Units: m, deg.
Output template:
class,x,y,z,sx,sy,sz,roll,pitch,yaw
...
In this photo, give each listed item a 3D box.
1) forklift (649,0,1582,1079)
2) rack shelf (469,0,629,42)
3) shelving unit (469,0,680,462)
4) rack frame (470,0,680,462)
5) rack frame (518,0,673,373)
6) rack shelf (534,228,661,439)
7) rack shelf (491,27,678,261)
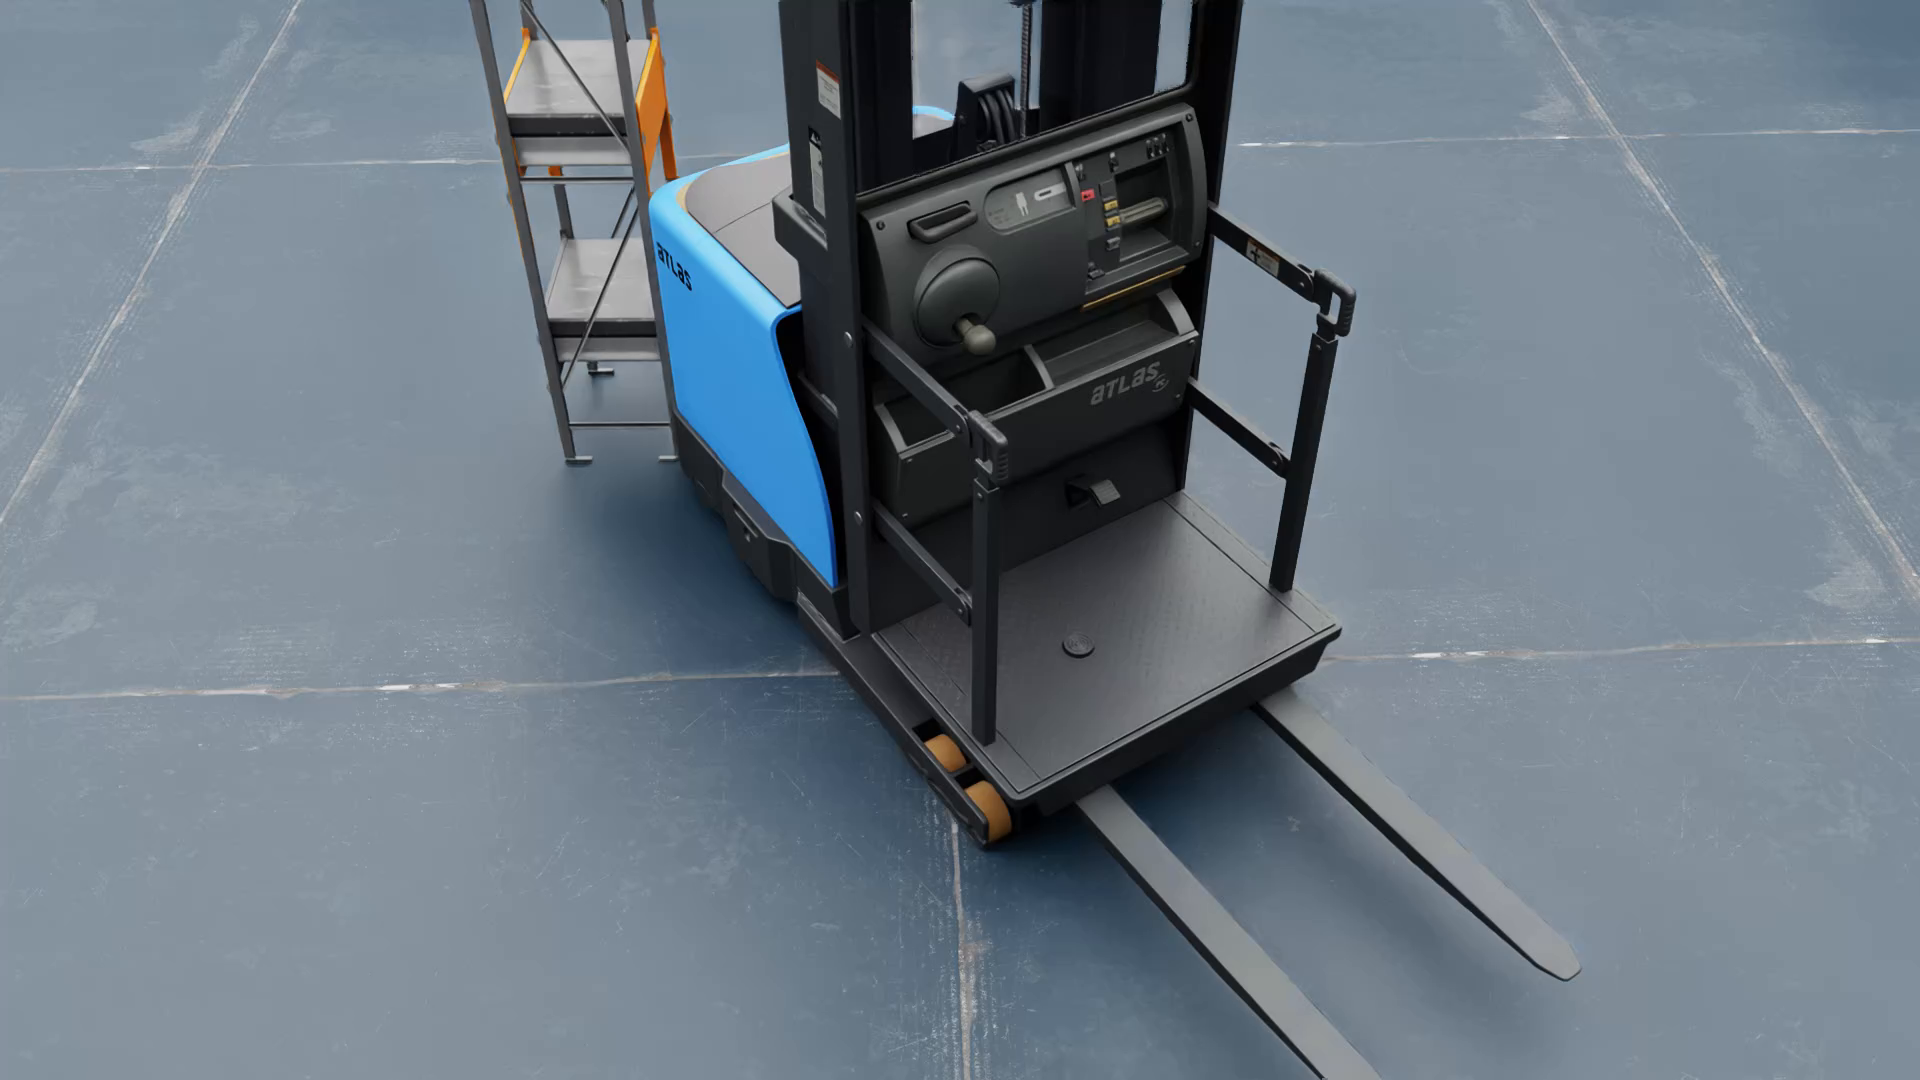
class,x,y,z,sx,sy,sz,roll,pitch,yaw
forklift,0.323,-0.652,3.792,1.130,2.935,3.031,-24,48,-24
rack shelf,-1.115,-1.712,4.548,0.431,0.518,0.480,0,43,0
shelving unit,-1.115,-1.206,5.012,0.431,2.100,0.503,0,43,0
rack frame,-1.113,-1.041,4.832,0.400,2.100,0.015,0,43,0
rack frame,-1.118,-1.371,5.192,0.400,2.100,0.015,0,43,0
rack shelf,-1.115,-0.680,5.494,0.431,0.518,0.480,0,43,0
rack shelf,-1.115,-1.196,5.021,0.431,0.518,0.480,0,43,0
